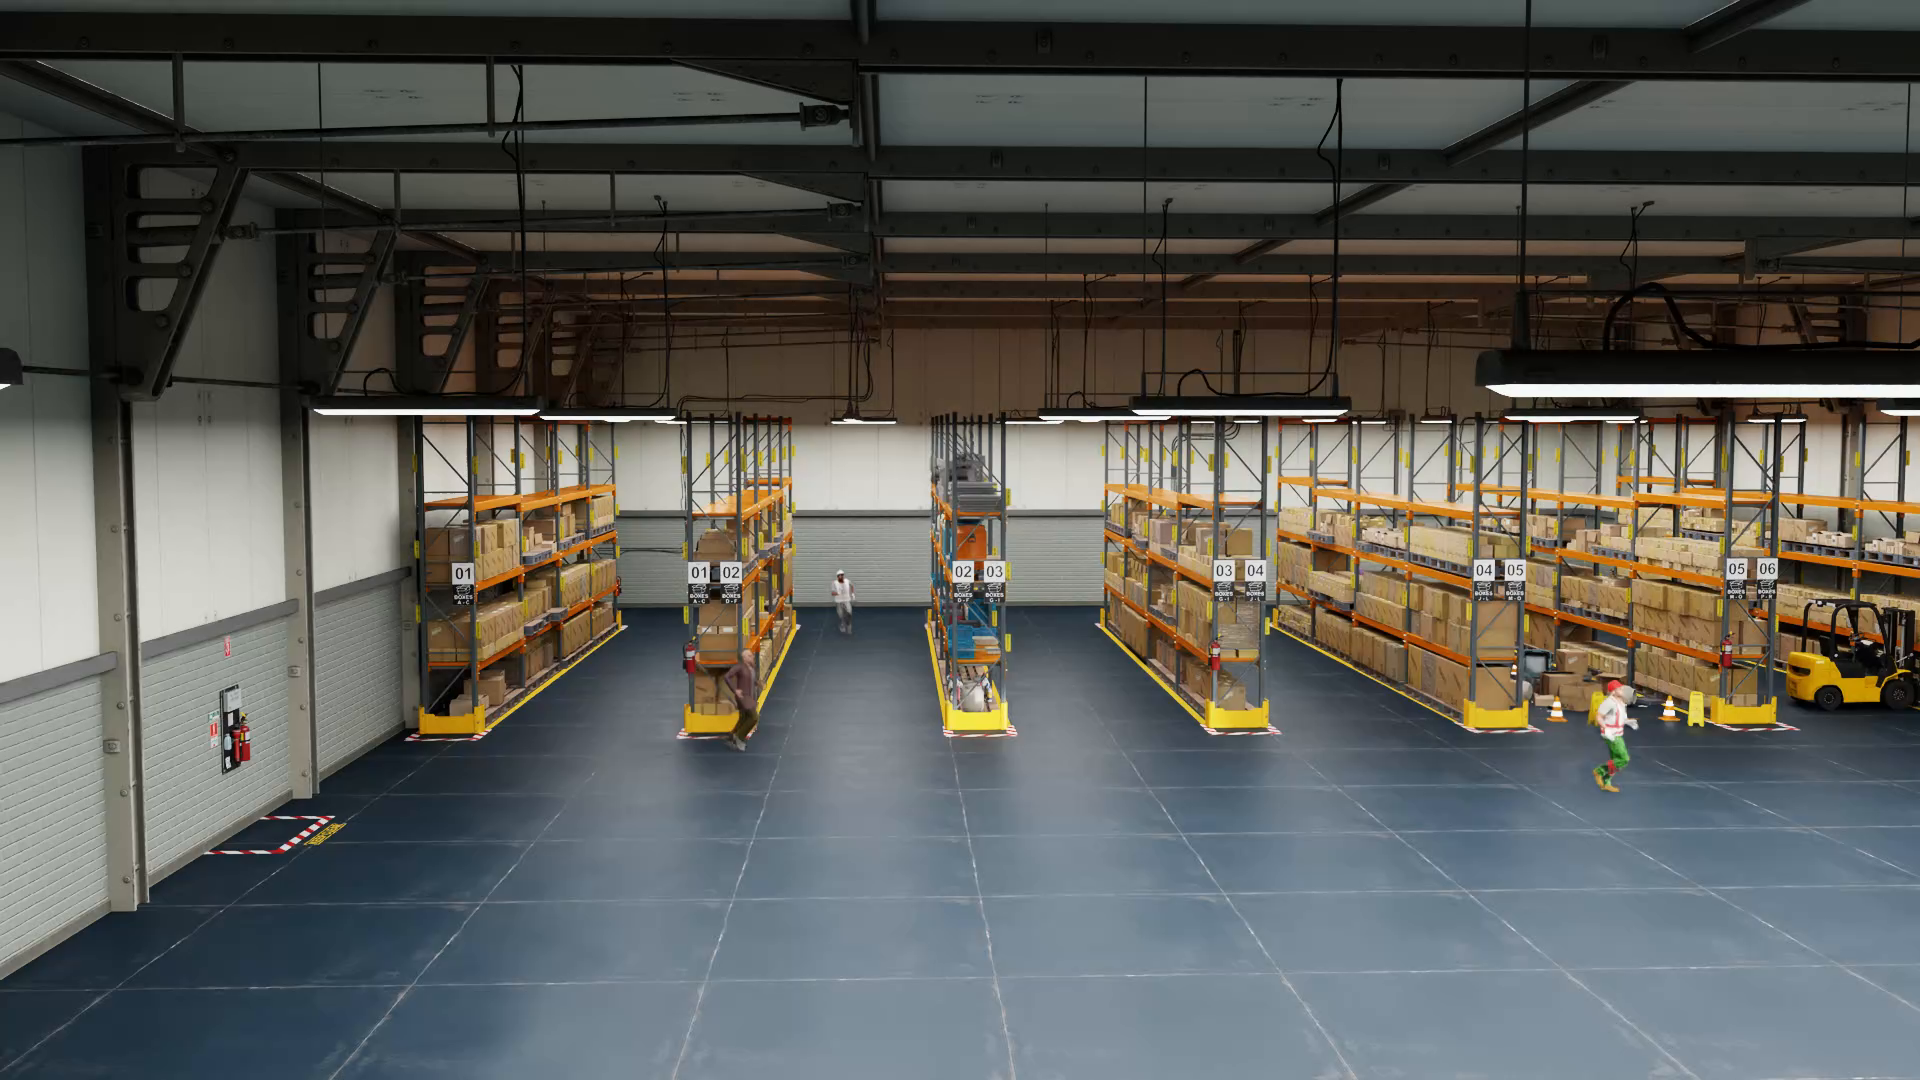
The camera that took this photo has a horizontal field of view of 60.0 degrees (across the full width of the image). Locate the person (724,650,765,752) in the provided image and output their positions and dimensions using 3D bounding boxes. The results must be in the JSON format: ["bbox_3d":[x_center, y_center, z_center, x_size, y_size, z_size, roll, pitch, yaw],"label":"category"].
[{"bbox_3d":[-3.796,2.839,29.492,0.720,1.784,0.716,2,4,22],"label":"person"}]

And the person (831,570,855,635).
[{"bbox_3d":[-3.228,1.727,45.794,0.677,1.798,0.703,-1,4,-9],"label":"person"}]

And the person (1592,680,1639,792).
[{"bbox_3d":[10.293,3.073,26.099,0.607,1.749,0.638,3,5,36],"label":"person"}]

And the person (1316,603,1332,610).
[{"bbox_3d":[10.798,1.491,49.558,0.754,1.726,0.707,-1,4,-19],"label":"person"}]
